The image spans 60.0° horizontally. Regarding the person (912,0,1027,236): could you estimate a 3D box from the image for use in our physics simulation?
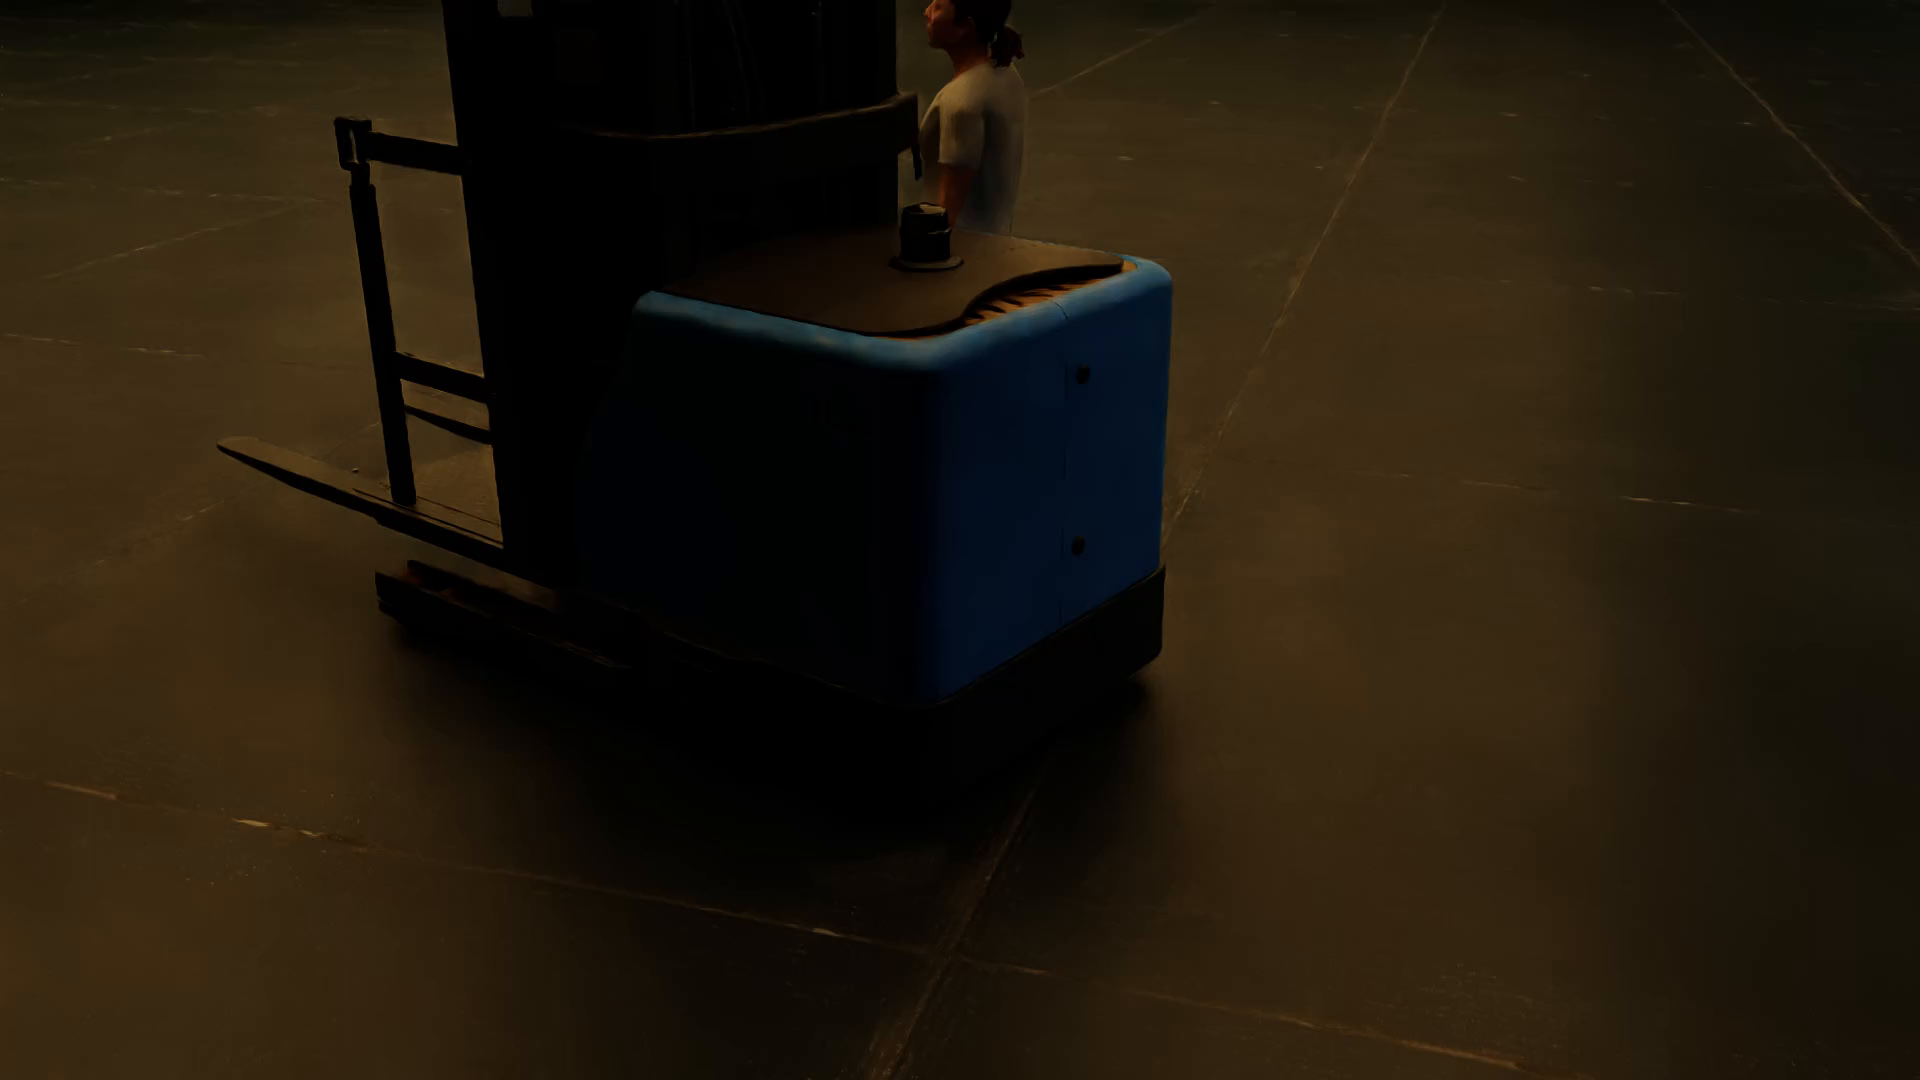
[{"bbox_3d":[-0.067,-0.805,4.825,0.545,1.673,0.549,7,23,16],"label":"person"}]

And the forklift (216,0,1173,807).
[{"bbox_3d":[-0.965,-1.211,4.213,3.031,2.935,1.130,16,27,34],"label":"forklift"}]
